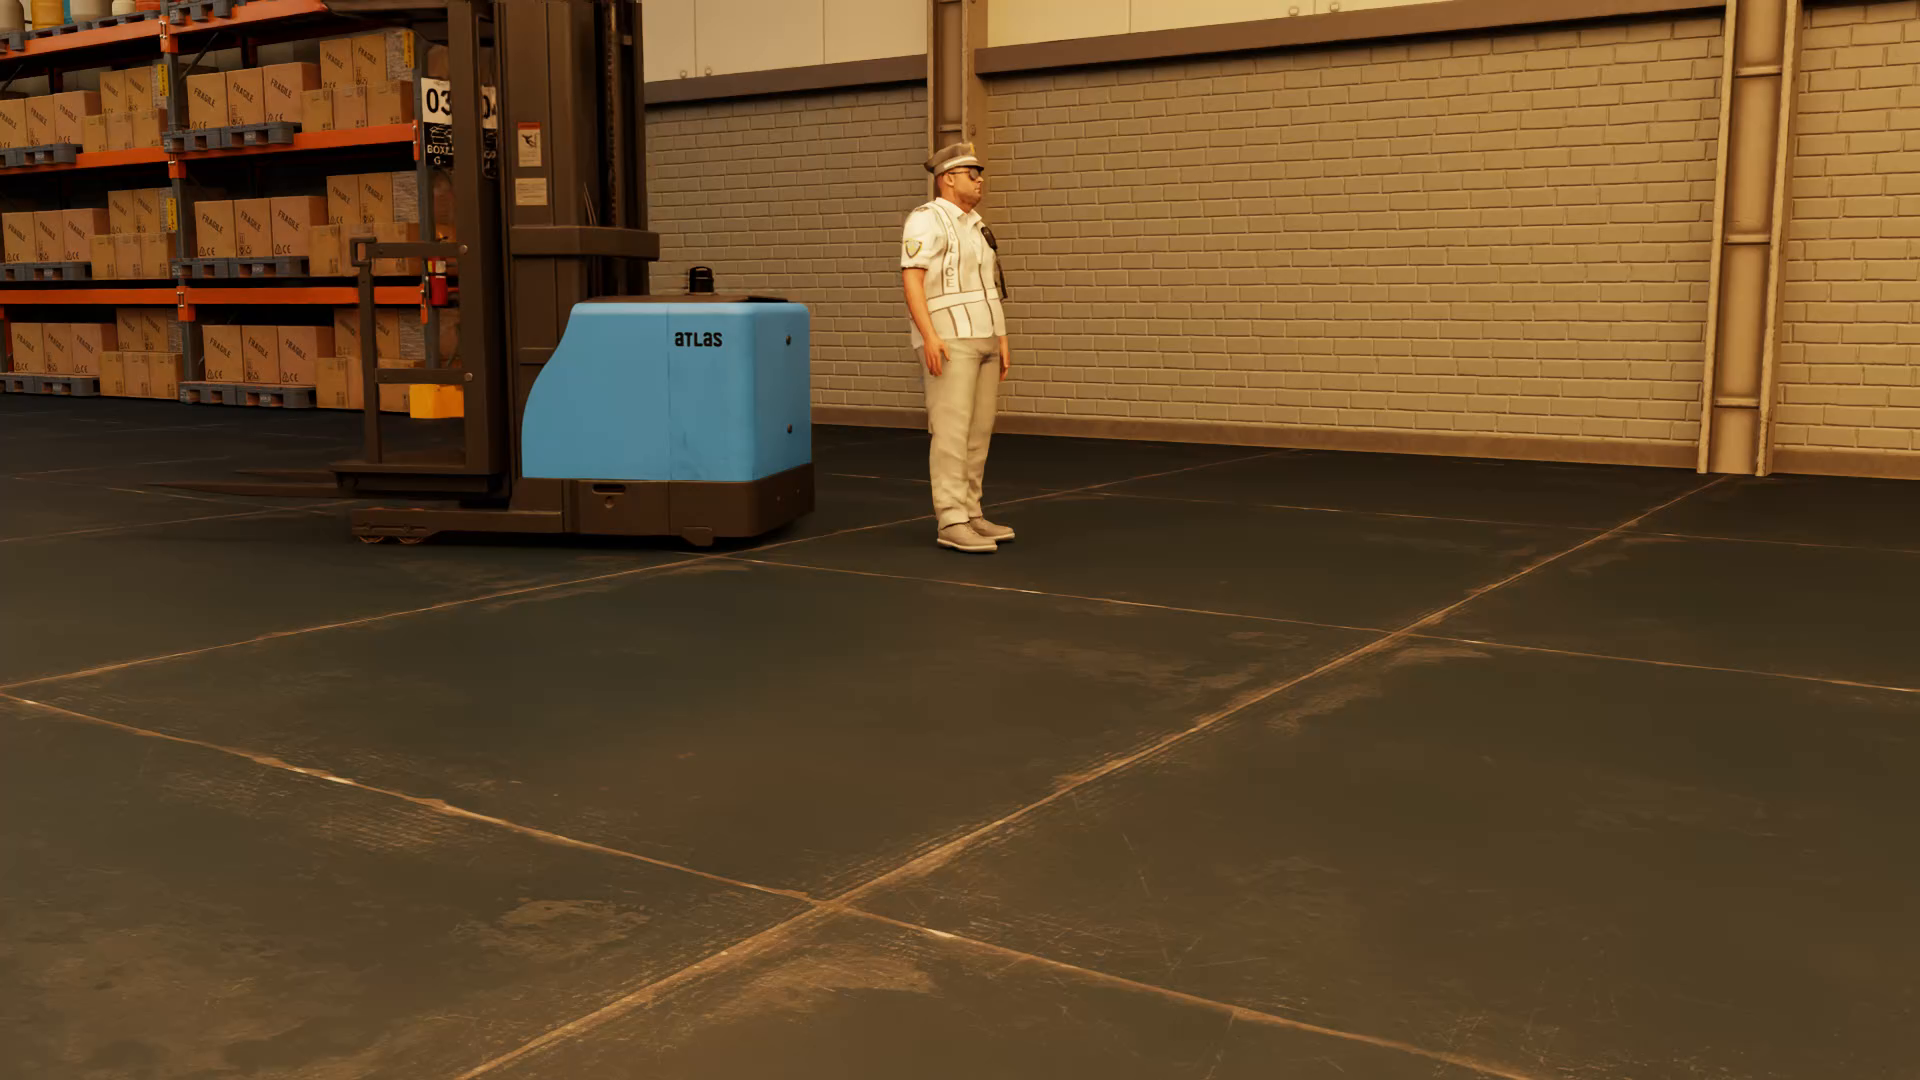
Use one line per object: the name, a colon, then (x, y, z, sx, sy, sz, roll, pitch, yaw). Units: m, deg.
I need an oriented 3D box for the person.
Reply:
person: (0.063, -0.874, 7.423, 0.569, 1.772, 0.638, 5, 10, 34)

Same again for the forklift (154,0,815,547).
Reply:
forklift: (-2.274, -1.501, 7.745, 3.031, 2.935, 1.130, 2, 8, 11)
